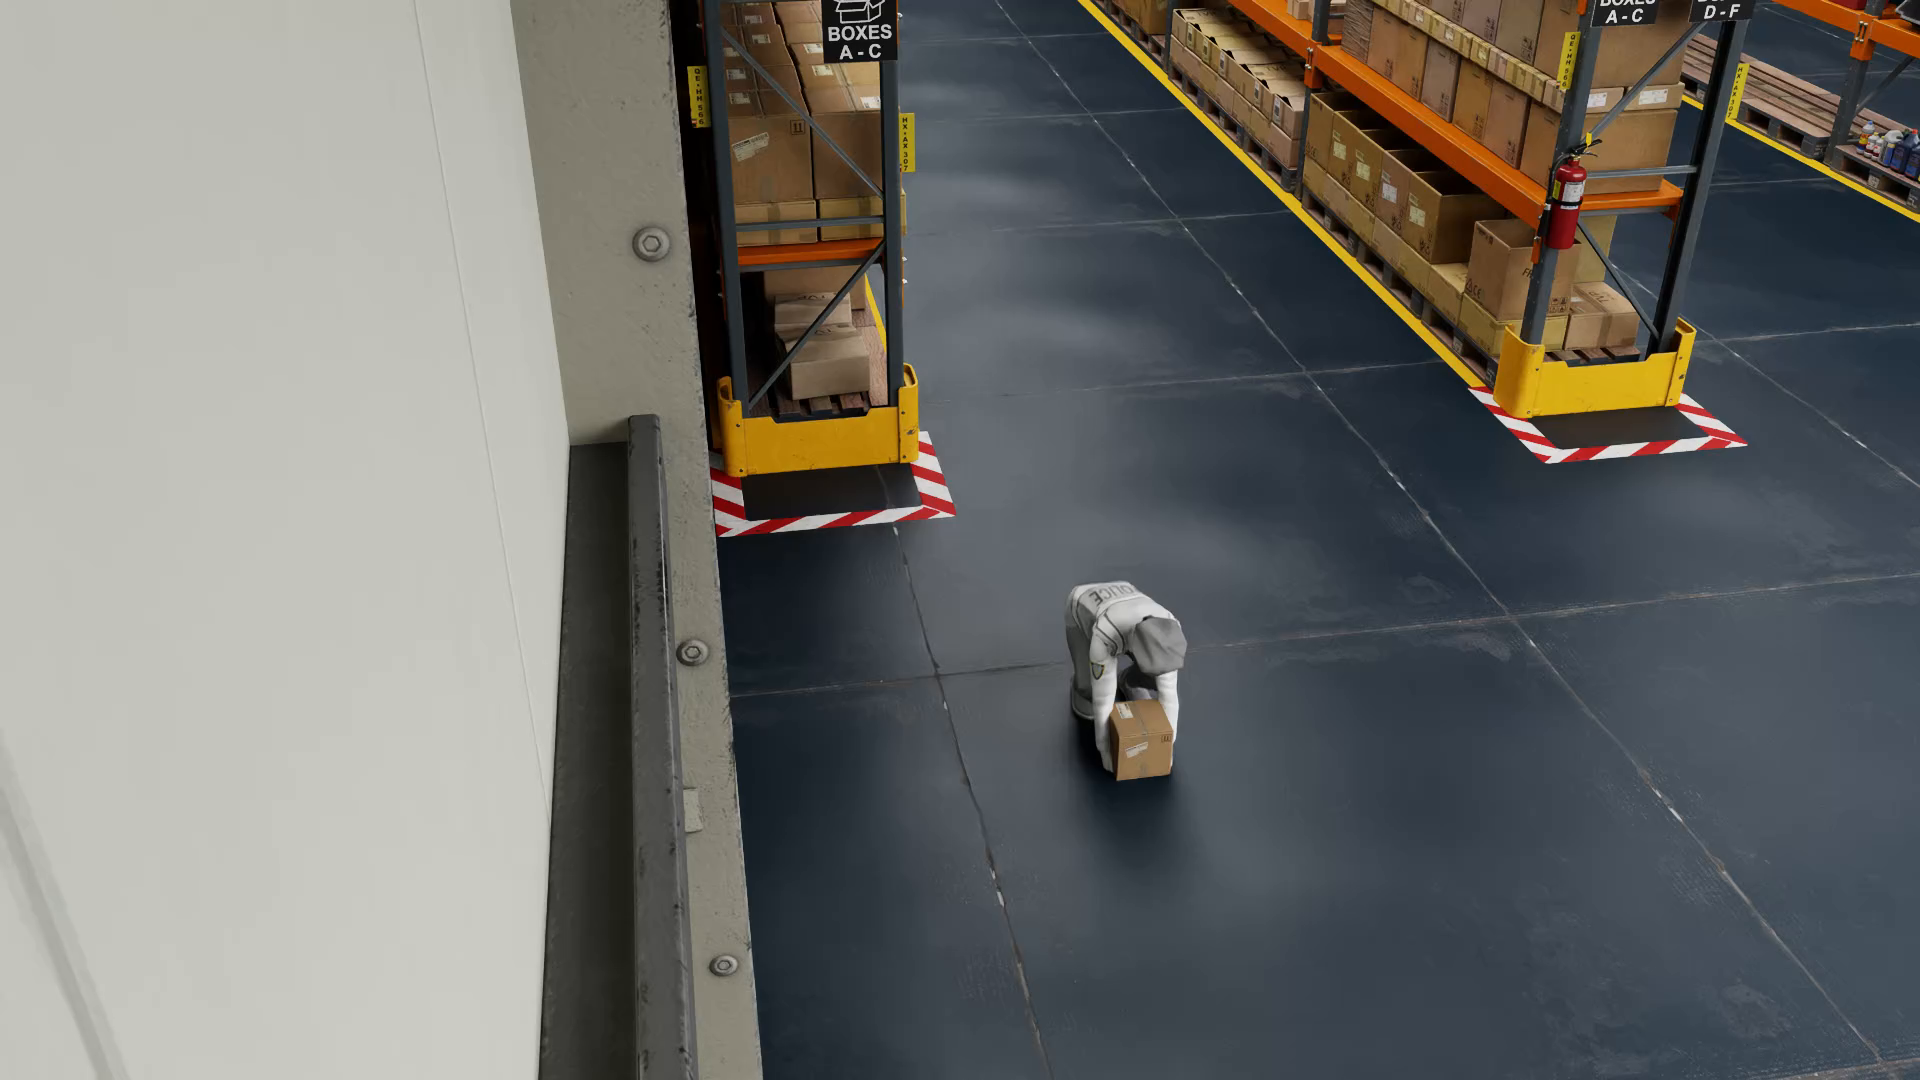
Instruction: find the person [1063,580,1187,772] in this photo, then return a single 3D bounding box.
[{"bbox_3d":[0.752,0.553,7.633,0.467,0.835,0.894,-6,31,-10],"label":"person"}]
